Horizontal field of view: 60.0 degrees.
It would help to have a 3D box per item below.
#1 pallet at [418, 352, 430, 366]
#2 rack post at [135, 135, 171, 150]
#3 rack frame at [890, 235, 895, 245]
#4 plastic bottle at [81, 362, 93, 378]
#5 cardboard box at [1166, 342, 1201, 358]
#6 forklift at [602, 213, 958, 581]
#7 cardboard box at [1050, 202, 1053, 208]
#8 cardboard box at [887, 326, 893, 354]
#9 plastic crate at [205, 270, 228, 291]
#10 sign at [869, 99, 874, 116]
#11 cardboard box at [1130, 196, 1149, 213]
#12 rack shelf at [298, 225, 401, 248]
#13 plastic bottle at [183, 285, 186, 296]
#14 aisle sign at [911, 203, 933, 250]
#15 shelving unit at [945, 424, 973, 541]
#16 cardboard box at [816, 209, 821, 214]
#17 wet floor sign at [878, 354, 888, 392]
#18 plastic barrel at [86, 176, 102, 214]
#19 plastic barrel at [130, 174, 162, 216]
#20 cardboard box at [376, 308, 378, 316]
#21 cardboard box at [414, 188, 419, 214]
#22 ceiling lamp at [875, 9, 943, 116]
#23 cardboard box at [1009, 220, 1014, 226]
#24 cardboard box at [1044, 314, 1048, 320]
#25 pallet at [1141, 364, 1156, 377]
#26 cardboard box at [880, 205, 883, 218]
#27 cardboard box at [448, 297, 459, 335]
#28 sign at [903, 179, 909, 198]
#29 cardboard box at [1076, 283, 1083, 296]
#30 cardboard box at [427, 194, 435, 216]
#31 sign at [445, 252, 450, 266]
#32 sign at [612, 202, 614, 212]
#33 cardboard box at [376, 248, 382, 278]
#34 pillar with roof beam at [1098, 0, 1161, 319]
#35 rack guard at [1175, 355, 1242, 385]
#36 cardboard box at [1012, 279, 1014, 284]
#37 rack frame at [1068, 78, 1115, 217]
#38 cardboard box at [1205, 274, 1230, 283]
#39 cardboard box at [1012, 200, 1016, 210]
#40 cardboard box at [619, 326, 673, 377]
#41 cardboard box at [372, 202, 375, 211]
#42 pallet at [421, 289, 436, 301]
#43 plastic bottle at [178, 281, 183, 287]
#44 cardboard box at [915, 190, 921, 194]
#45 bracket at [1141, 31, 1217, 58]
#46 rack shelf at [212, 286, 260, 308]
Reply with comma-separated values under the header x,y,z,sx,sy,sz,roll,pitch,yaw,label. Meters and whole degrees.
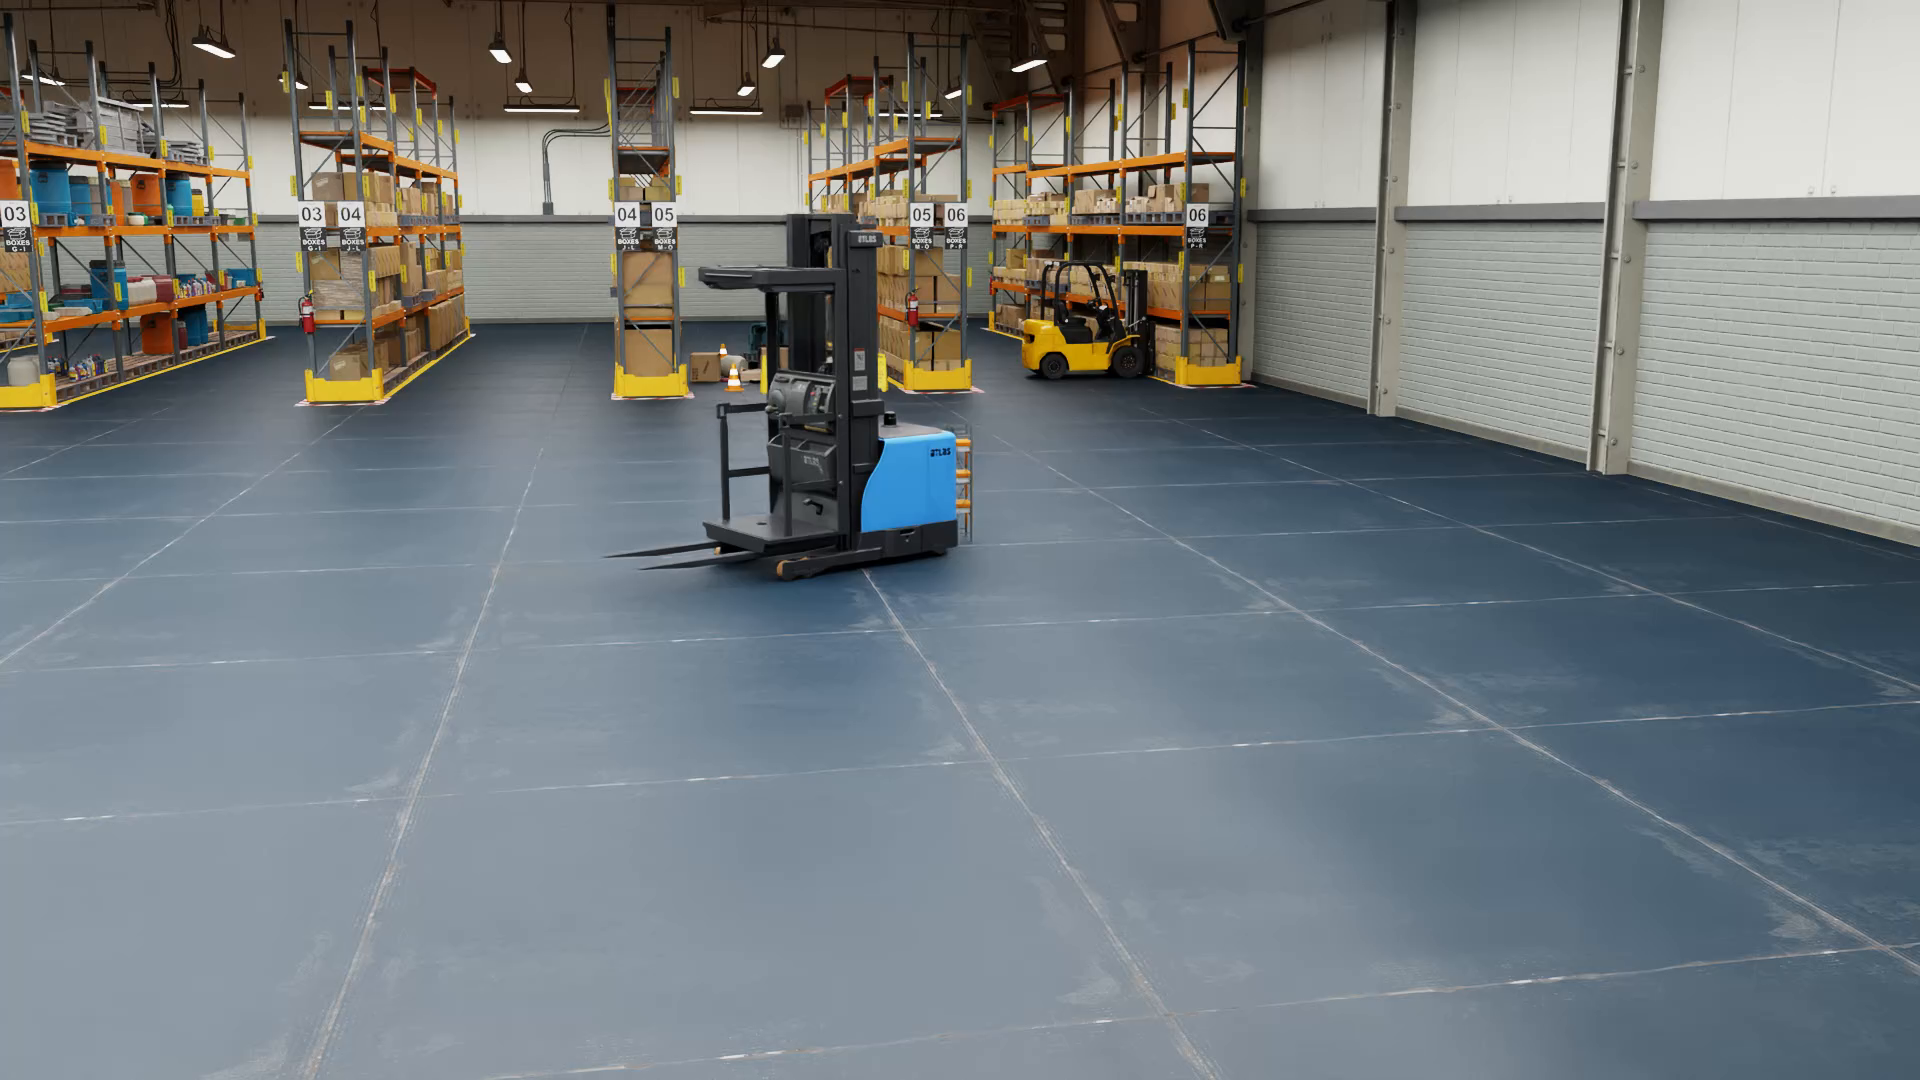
x,y,z,sx,sy,sz,roll,pitch,yaw,label
-11.507,-3.724,34.251,1.003,0.211,1.213,-2,11,-11,pallet
-16.697,-8.098,33.934,0.954,0.300,0.937,-2,11,-11,rack post
-1.937,-5.598,36.637,1.000,3.000,0.127,-2,11,-11,rack frame
-15.203,-2.970,28.938,0.152,0.276,0.135,-2,11,-10,plastic bottle
4.086,-3.491,30.461,0.500,0.250,0.500,-2,11,-12,cardboard box
-1.493,-1.221,13.826,3.031,2.935,1.130,-8,14,-37,forklift
2.321,-7.811,38.783,0.380,0.149,0.250,-2,11,-11,cardboard box
-1.094,-3.777,31.297,0.500,0.500,0.500,-2,11,-8,cardboard box
-17.222,-6.025,38.549,0.402,0.464,0.583,-2,11,-11,plastic crate
-1.702,-8.327,32.008,0.100,0.325,0.005,-2,11,-11,sign
3.632,-6.569,32.566,0.500,0.311,0.500,-2,11,-10,cardboard box
-10.491,-5.257,28.749,1.077,0.370,4.000,-2,11,-11,rack shelf
-16.440,-5.259,35.202,0.097,0.271,0.097,0,11,0,plastic bottle
-0.654,-5.386,28.570,0.394,0.787,0.004,-2,11,-11,aisle sign
-0.010,-0.526,15.203,0.215,1.050,0.252,-2,11,-11,shelving unit
-3.507,-8.463,42.948,0.380,0.149,0.250,-2,11,-9,cardboard box
-1.394,-2.900,28.761,0.267,0.644,0.232,2,11,9,wet floor sign
-16.177,-6.249,30.695,0.600,0.901,0.600,0,11,0,plastic barrel
-16.624,-7.052,33.985,0.600,0.830,0.708,-2,11,-11,plastic barrel
-10.056,-3.846,28.104,0.380,0.149,0.250,-2,11,-11,cardboard box
-11.209,-6.833,33.503,0.500,0.500,0.500,-2,11,-11,cardboard box
-1.430,-13.468,46.329,2.000,3.185,0.800,-2,11,-11,ceiling lamp
1.465,-8.199,42.955,0.380,0.149,0.250,-2,11,-10,cardboard box
2.232,-5.205,40.136,0.500,0.500,0.500,-2,11,-13,cardboard box
4.063,-3.304,32.043,1.003,0.211,1.213,-2,11,-11,pallet
-1.233,-6.225,31.517,0.500,0.250,0.500,-2,11,-11,cardboard box
-12.661,-5.422,40.276,0.875,0.875,0.875,-2,11,-11,cardboard box
-0.930,-6.022,28.478,0.100,0.325,0.005,-2,11,-11,sign
2.871,-5.522,36.643,0.500,0.250,0.500,-2,11,-12,cardboard box
-12.313,-7.594,37.712,0.700,0.500,0.500,-2,11,-10,cardboard box
-11.906,-6.522,38.610,0.100,0.325,0.005,-2,11,-11,sign
-7.306,-7.107,35.164,0.100,0.325,0.005,-2,11,-11,sign
-10.032,-4.659,27.970,0.500,0.500,0.500,-2,11,-11,cardboard box
-0.154,-8.363,35.122,9.100,9.000,0.548,-2,11,-11,pillar with roof beam
4.492,-3.079,30.091,1.175,0.500,0.348,-2,11,-11,rack guard
1.561,-6.722,43.216,0.380,0.149,0.250,-2,11,-11,cardboard box
2.931,-8.726,37.028,1.000,3.000,0.127,-2,11,-11,rack frame
4.675,-4.751,30.187,0.380,0.149,0.250,-2,11,-12,cardboard box
1.621,-8.574,42.520,0.500,0.250,0.500,-2,11,-10,cardboard box
-5.414,-3.216,28.685,0.875,0.875,0.875,-2,11,-11,cardboard box
-10.081,-5.615,28.040,0.380,0.149,0.250,-2,11,-11,cardboard box
-11.415,-5.016,34.095,1.213,0.211,1.003,-2,11,-11,pallet
-16.703,-5.378,35.613,0.144,0.351,0.185,-2,11,-11,plastic bottle
-0.987,-6.929,33.548,0.500,0.250,0.500,-2,11,-12,cardboard box
4.306,-9.723,32.641,0.076,0.066,4.783,-2,11,-11,bracket
-17.683,-5.804,39.646,1.077,0.370,4.000,-2,11,-11,rack shelf
